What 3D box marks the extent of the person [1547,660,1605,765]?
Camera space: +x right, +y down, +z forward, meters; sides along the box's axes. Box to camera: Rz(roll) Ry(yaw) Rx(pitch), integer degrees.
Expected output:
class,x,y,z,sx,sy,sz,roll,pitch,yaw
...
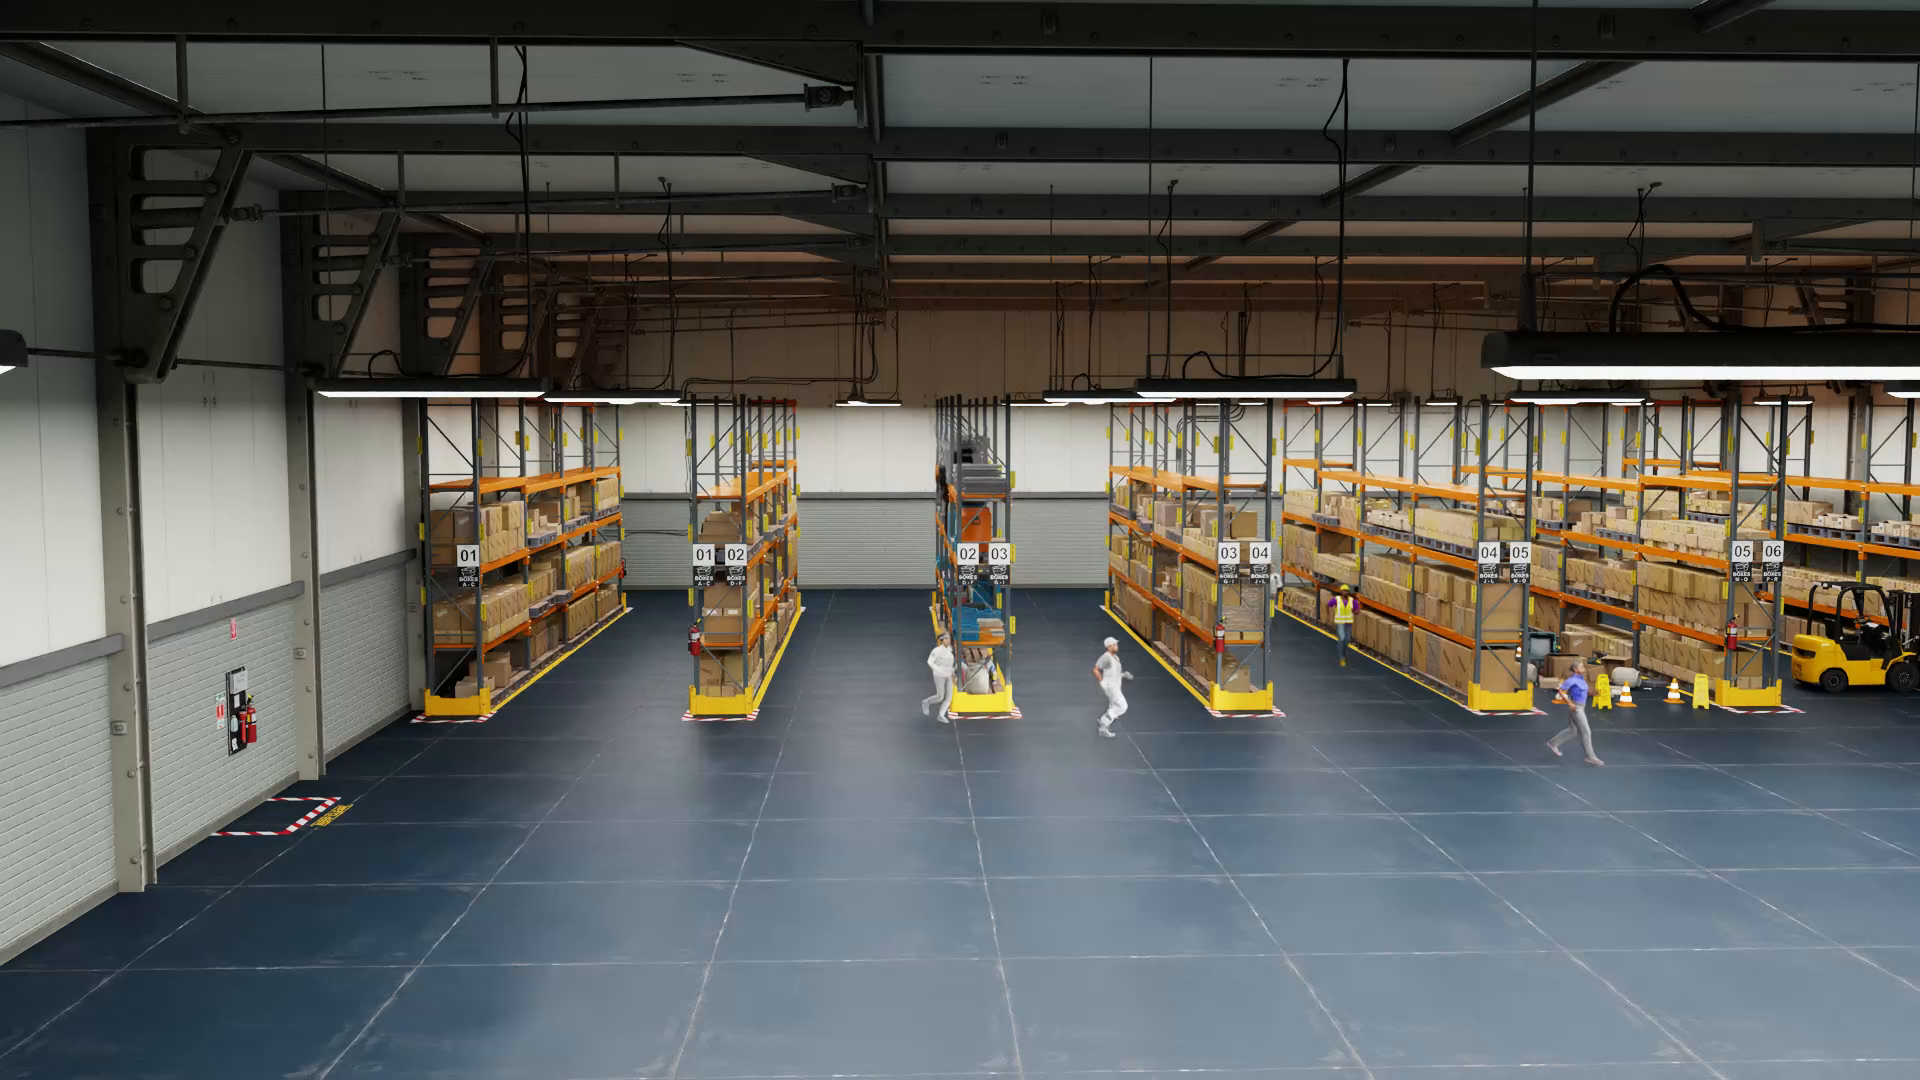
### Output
class,x,y,z,sx,sy,sz,roll,pitch,yaw
person,9.969,2.760,26.872,0.921,1.644,0.574,3,5,33

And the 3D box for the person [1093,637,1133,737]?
class,x,y,z,sx,sy,sz,roll,pitch,yaw
person,2.692,2.562,28.920,0.606,1.741,0.658,2,5,22

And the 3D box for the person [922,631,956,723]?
class,x,y,z,sx,sy,sz,roll,pitch,yaw
person,-0.340,2.496,30.606,0.645,1.661,0.620,-4,6,-44

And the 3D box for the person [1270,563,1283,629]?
class,x,y,z,sx,sy,sz,roll,pitch,yaw
person,8.169,1.442,43.674,0.605,1.729,0.813,0,4,0

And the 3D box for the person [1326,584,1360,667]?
class,x,y,z,sx,sy,sz,roll,pitch,yaw
person,8.602,1.898,37.272,0.681,1.820,0.820,0,5,-5
